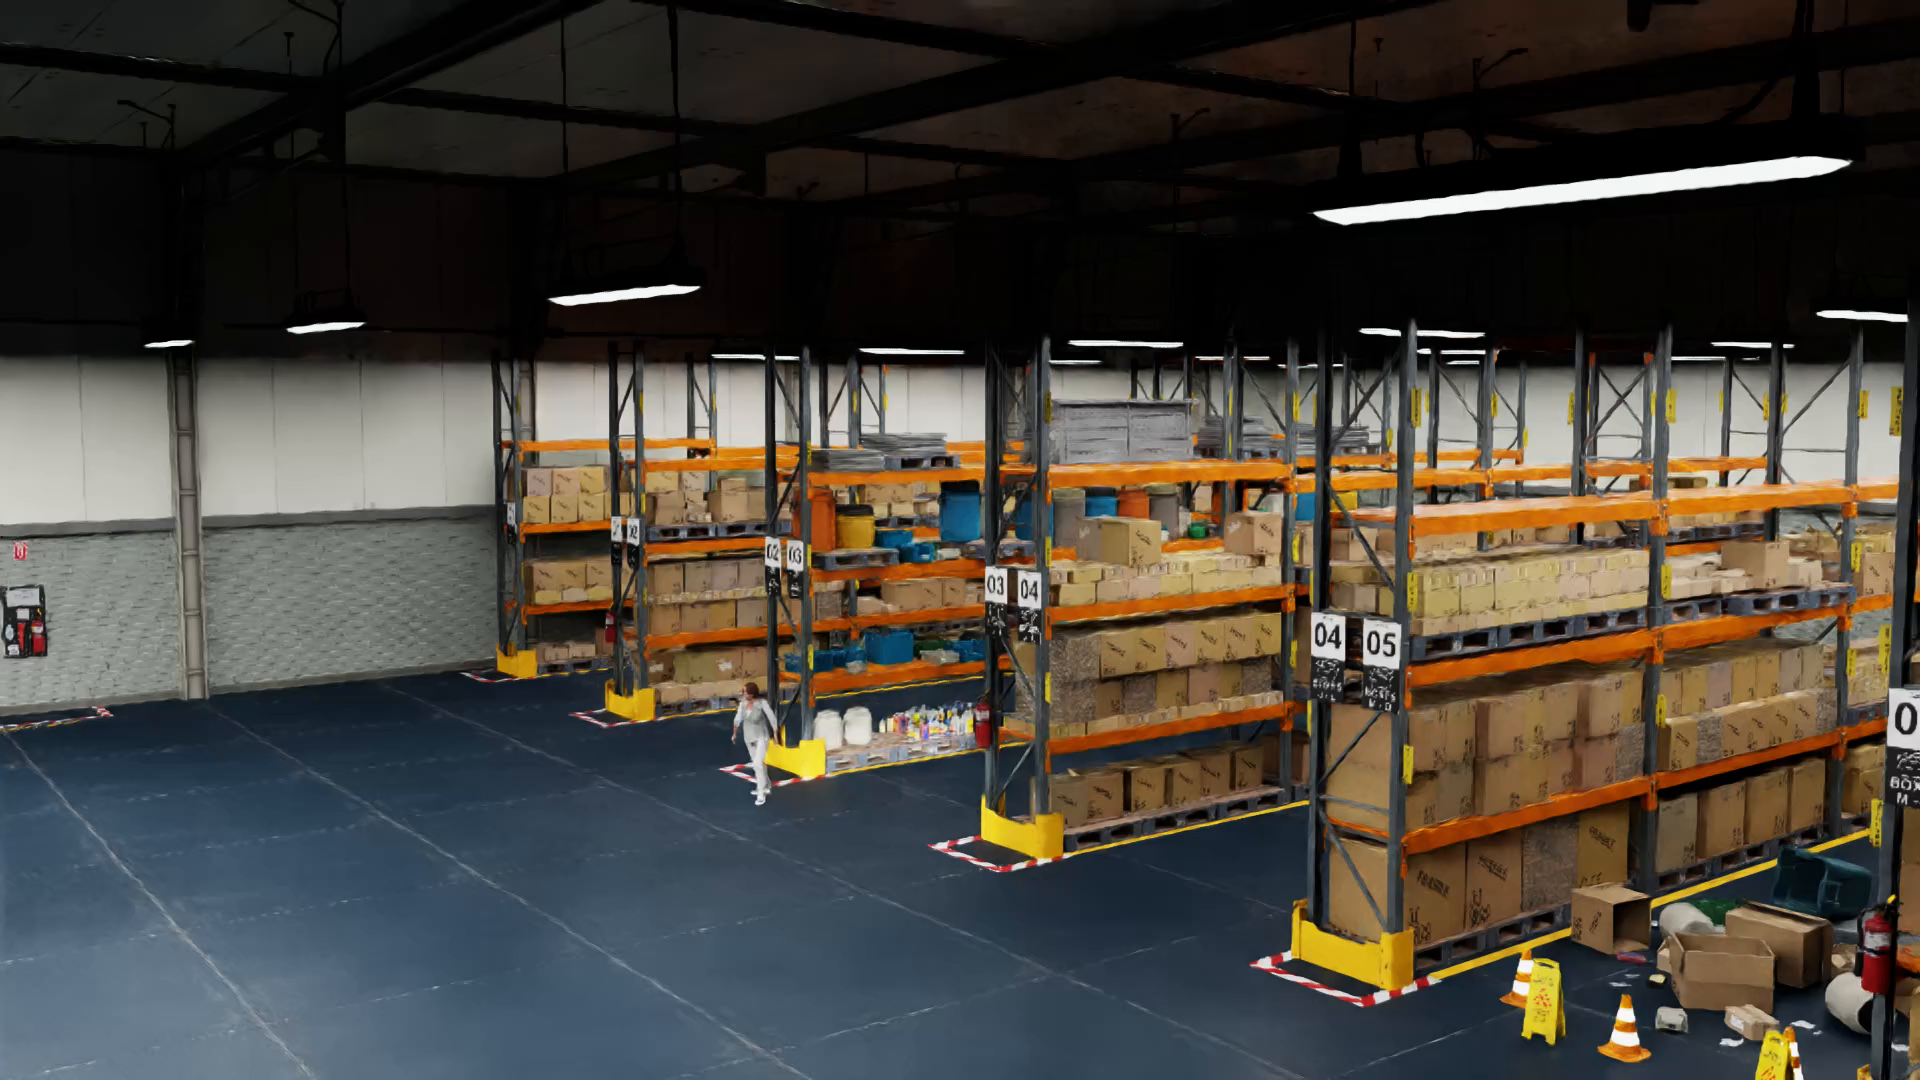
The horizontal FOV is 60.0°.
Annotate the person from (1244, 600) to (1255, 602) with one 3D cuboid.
[{"bbox_3d":[6.719,0.918,39.150,1.110,1.588,0.448,-3,6,-34],"label":"person"}]

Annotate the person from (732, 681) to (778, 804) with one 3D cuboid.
[{"bbox_3d":[-2.566,2.538,21.115,0.563,1.536,0.738,3,6,31],"label":"person"}]
